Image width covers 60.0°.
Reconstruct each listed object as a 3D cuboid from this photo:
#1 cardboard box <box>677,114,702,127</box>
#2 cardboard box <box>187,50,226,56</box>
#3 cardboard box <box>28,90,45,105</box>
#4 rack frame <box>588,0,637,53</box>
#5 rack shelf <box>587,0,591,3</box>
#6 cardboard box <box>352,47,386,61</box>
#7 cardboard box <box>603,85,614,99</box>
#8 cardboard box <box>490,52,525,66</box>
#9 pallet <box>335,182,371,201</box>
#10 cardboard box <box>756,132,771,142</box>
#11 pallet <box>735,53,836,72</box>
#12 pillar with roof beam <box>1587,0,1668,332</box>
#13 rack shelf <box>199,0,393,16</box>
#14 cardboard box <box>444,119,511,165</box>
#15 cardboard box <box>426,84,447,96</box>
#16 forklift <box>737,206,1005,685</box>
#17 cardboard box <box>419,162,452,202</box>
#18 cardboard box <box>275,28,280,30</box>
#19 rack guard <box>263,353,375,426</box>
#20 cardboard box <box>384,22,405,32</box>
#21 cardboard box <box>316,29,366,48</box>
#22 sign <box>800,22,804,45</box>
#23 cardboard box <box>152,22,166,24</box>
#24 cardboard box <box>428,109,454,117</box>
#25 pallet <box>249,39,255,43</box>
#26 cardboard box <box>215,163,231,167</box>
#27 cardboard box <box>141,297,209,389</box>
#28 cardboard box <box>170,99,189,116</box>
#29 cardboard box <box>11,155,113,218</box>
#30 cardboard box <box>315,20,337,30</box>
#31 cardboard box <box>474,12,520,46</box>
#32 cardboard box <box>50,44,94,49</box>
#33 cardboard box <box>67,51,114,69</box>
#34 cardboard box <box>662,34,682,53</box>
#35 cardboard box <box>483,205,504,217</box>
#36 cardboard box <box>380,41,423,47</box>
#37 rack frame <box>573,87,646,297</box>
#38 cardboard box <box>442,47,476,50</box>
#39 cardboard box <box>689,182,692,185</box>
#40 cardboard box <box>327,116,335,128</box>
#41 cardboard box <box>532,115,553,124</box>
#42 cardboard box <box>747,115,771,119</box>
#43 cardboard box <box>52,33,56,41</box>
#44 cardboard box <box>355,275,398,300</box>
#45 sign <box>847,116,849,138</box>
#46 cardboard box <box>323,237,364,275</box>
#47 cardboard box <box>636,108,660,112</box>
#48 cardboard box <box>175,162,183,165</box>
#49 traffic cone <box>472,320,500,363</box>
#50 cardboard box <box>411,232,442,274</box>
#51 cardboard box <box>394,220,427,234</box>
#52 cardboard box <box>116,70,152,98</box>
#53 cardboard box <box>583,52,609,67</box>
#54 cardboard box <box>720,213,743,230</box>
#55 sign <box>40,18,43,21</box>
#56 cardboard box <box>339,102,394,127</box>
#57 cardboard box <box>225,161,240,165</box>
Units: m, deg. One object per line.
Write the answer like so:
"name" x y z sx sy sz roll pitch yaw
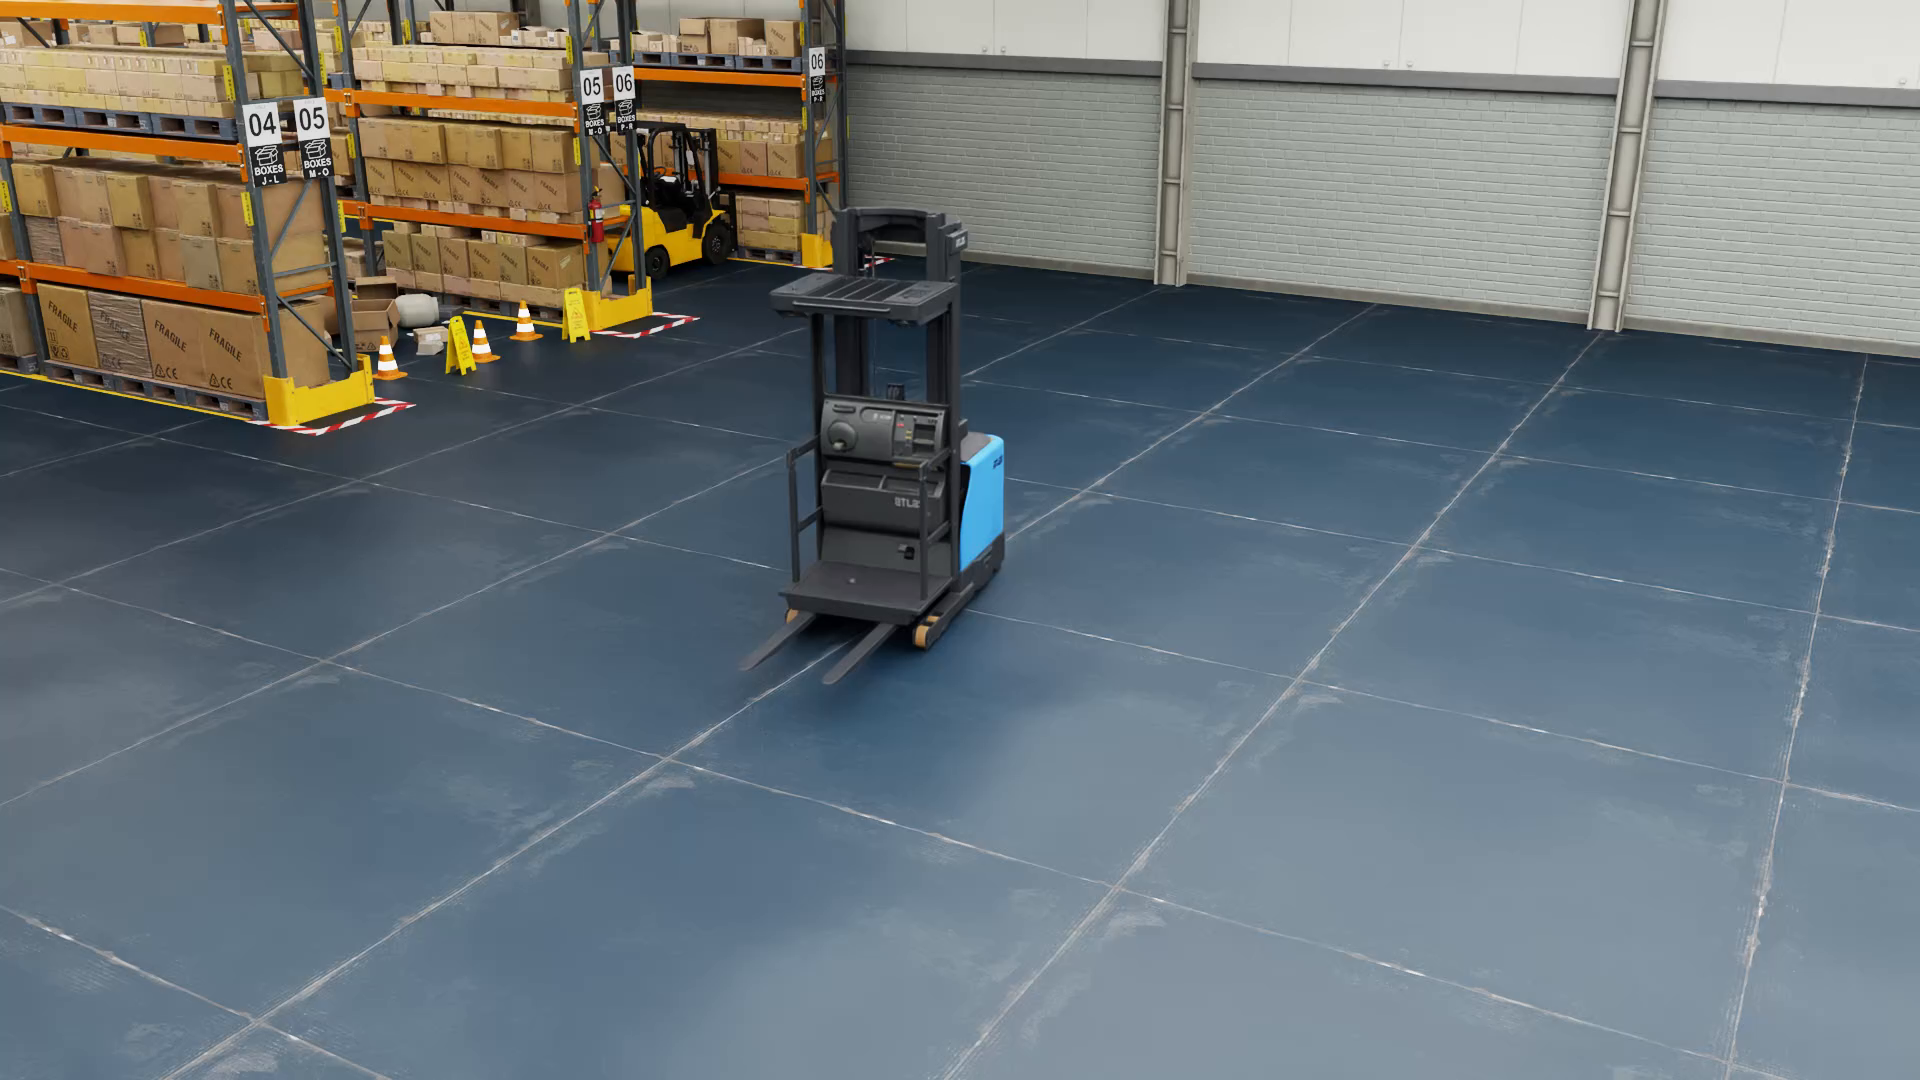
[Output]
"cardboard box" -4.216 -6.568 26.039 0.250 0.149 0.380 11 23 27
"cardboard box" -7.787 -5.005 17.302 0.250 0.149 0.380 10 22 26
"cardboard box" -9.660 -4.730 17.713 0.250 0.149 0.380 11 23 27
"rack frame" -5.512 -9.229 26.110 0.127 3.000 1.000 11 23 27
"rack shelf" -7.258 -9.035 27.217 4.000 0.370 1.077 11 23 27
"cardboard box" -7.814 -6.447 22.040 0.250 0.149 0.380 10 22 26
"cardboard box" -4.569 -5.709 21.173 0.250 0.149 0.380 11 23 27
"cardboard box" -5.722 -6.092 21.060 0.250 0.149 0.380 11 23 27
"pallet" -8.526 -5.010 23.560 1.213 0.211 1.003 11 23 27
"cardboard box" -2.894 -6.164 25.362 0.250 0.149 0.380 11 23 28
"pallet" -2.625 -7.237 25.148 1.213 0.211 1.003 11 23 27
"pillar with roof beam" 6.188 -5.670 16.300 0.400 9.000 9.100 11 23 27
"rack shelf" -9.676 -7.557 23.142 4.000 0.370 1.077 11 23 27
"cardboard box" -6.292 -5.207 21.770 0.500 0.500 0.700 11 22 27
"cardboard box" -6.695 -5.857 21.581 0.250 0.149 0.380 10 22 26
"forklift" -0.625 -0.767 11.681 1.130 2.935 3.031 7 21 19
"cardboard box" -6.800 -4.797 22.107 0.500 0.500 0.500 11 22 27
"cardboard box" -11.952 -9.041 29.597 0.250 0.149 0.380 11 23 28
"rack guard" -6.743 -1.595 17.530 0.348 0.500 1.175 11 23 27
"cardboard box" -9.627 -8.785 28.484 0.250 0.149 0.380 10 22 25
"cardboard box" -8.685 -6.998 23.232 0.500 0.250 0.500 10 22 26
"sign" -2.297 -7.373 24.211 0.005 0.325 0.100 11 23 27
"cardboard box" -14.844 -9.800 31.135 0.500 0.250 0.500 10 22 26
"cardboard box" -8.870 -7.285 28.451 0.250 0.149 0.380 12 23 29
"pallet" -11.962 -8.931 29.964 1.003 0.211 1.213 11 23 27
"cardboard box" -10.552 -5.397 24.097 0.250 0.149 0.380 11 23 28
"cardboard box" -8.157 -2.212 18.064 0.875 0.875 0.875 10 22 26
"cardboard box" -7.663 -4.350 16.665 0.250 0.149 0.380 11 23 28
"cardboard box" -9.950 -3.946 18.541 0.550 0.550 0.875 11 23 27
"cardboard box" -11.077 -8.996 29.038 0.250 0.149 0.380 11 23 28
"cardboard box" -7.602 -8.413 27.351 0.500 0.500 0.500 11 23 29
"cardboard box" -9.781 -5.385 18.349 0.250 0.149 0.380 11 22 27
"cardboard box" -8.992 -4.978 17.227 0.250 0.149 0.380 11 23 27
"cardboard box" -4.365 -7.662 25.626 0.258 0.266 0.396 10 22 26
"cardboard box" -6.019 -4.337 21.791 0.250 0.149 0.380 11 22 27
"cardboard box" -9.571 -8.426 28.517 0.500 0.250 0.500 10 22 26
"rack frame" -4.438 -4.265 21.223 0.127 3.000 1.000 11 23 27
"cardboard box" -6.630 -6.440 22.022 0.250 0.149 0.380 10 22 26
"cardboard box" -4.539 -5.679 27.073 0.500 0.250 0.500 10 22 27
"cardboard box" -9.167 -5.953 23.727 0.250 0.149 0.380 12 23 30
"cardboard box" -6.833 -6.911 27.421 0.250 0.149 0.380 10 22 26
"cardboard box" -3.110 -6.530 25.933 0.250 0.149 0.380 12 23 29
"cardboard box" -14.042 -7.742 25.925 0.500 0.311 0.500 11 23 27
"cardboard box" -7.658 -3.173 21.875 0.500 0.500 0.500 -7 21 -20
"sign" -1.744 -6.352 25.590 0.005 0.325 0.100 11 23 27
"cardboard box" -9.018 -4.097 23.999 0.625 0.372 0.950 12 23 31
"cardboard box" -5.086 -6.937 27.056 0.250 0.149 0.380 11 23 27
"cardboard box" -11.990 -5.532 24.935 0.500 0.250 0.500 10 22 25
"traffic cone" -5.687 -2.373 19.728 0.334 0.463 0.336 11 23 27
"cardboard box" -7.073 -3.923 22.599 0.500 0.500 0.500 12 23 29
"cardboard box" -7.467 -4.275 22.617 0.250 0.149 0.380 11 23 28
"cardboard box" -8.201 -4.664 16.945 0.500 0.250 0.500 11 22 27
"cardboard box" -4.649 -6.051 20.949 0.250 0.149 0.380 11 22 27
"cardboard box" -3.491 -5.037 26.036 0.500 0.250 0.500 10 22 26
"sign" -14.658 -8.225 26.521 0.005 0.325 0.100 11 23 27
"cardboard box" -10.520 -7.536 29.474 0.637 0.503 0.797 10 22 26
"cardboard box" -10.217 -5.665 23.884 0.500 0.500 0.500 11 23 28
